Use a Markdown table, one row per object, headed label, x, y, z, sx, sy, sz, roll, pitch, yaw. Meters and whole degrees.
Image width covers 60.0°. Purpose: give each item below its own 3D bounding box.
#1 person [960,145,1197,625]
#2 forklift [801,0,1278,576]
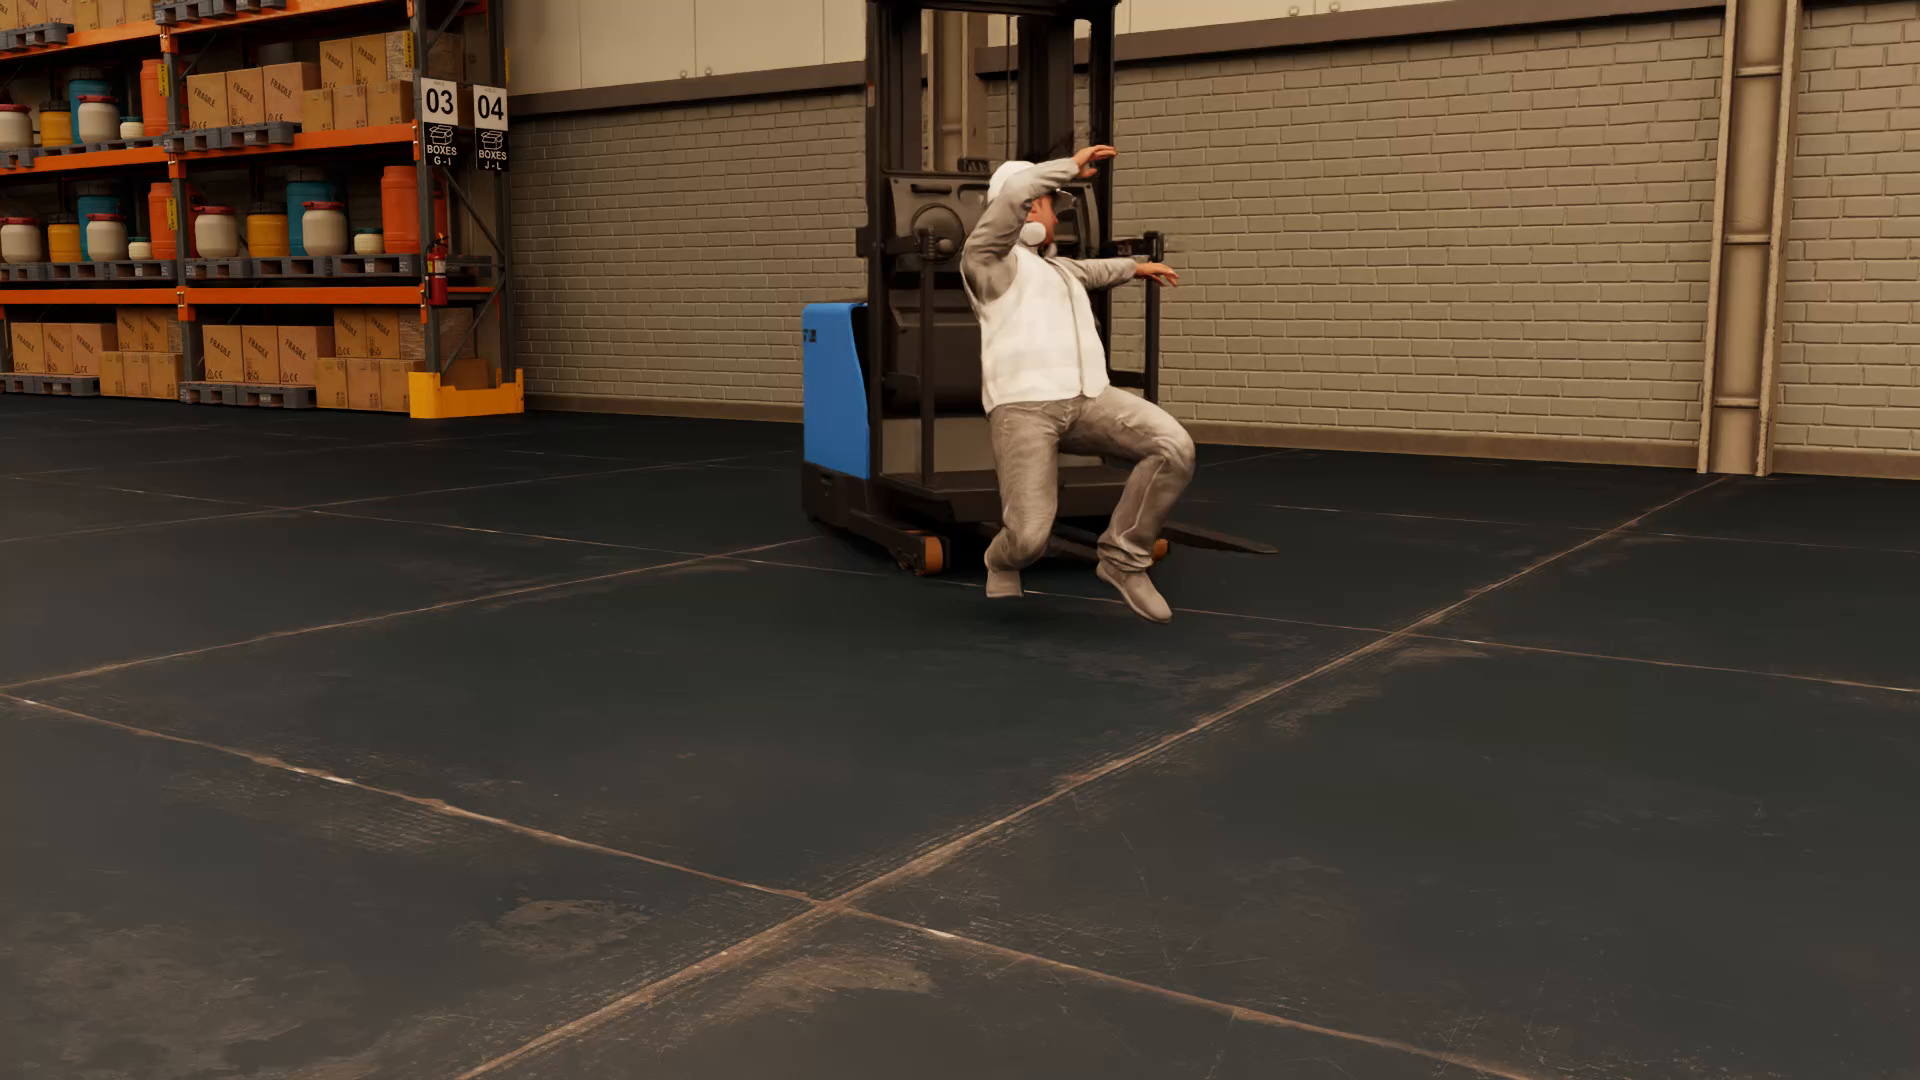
| label | x | y | z | sx | sy | sz | roll | pitch | yaw |
| --- | --- | --- | --- | --- | --- | --- | --- | --- | --- |
| person | 0.558 | -0.526 | 5.519 | 1.055 | 1.520 | 0.882 | -6 | 10 | -36 |
| forklift | 0.233 | -1.371 | 6.836 | 1.130 | 2.935 | 3.031 | -3 | 9 | -21 |
